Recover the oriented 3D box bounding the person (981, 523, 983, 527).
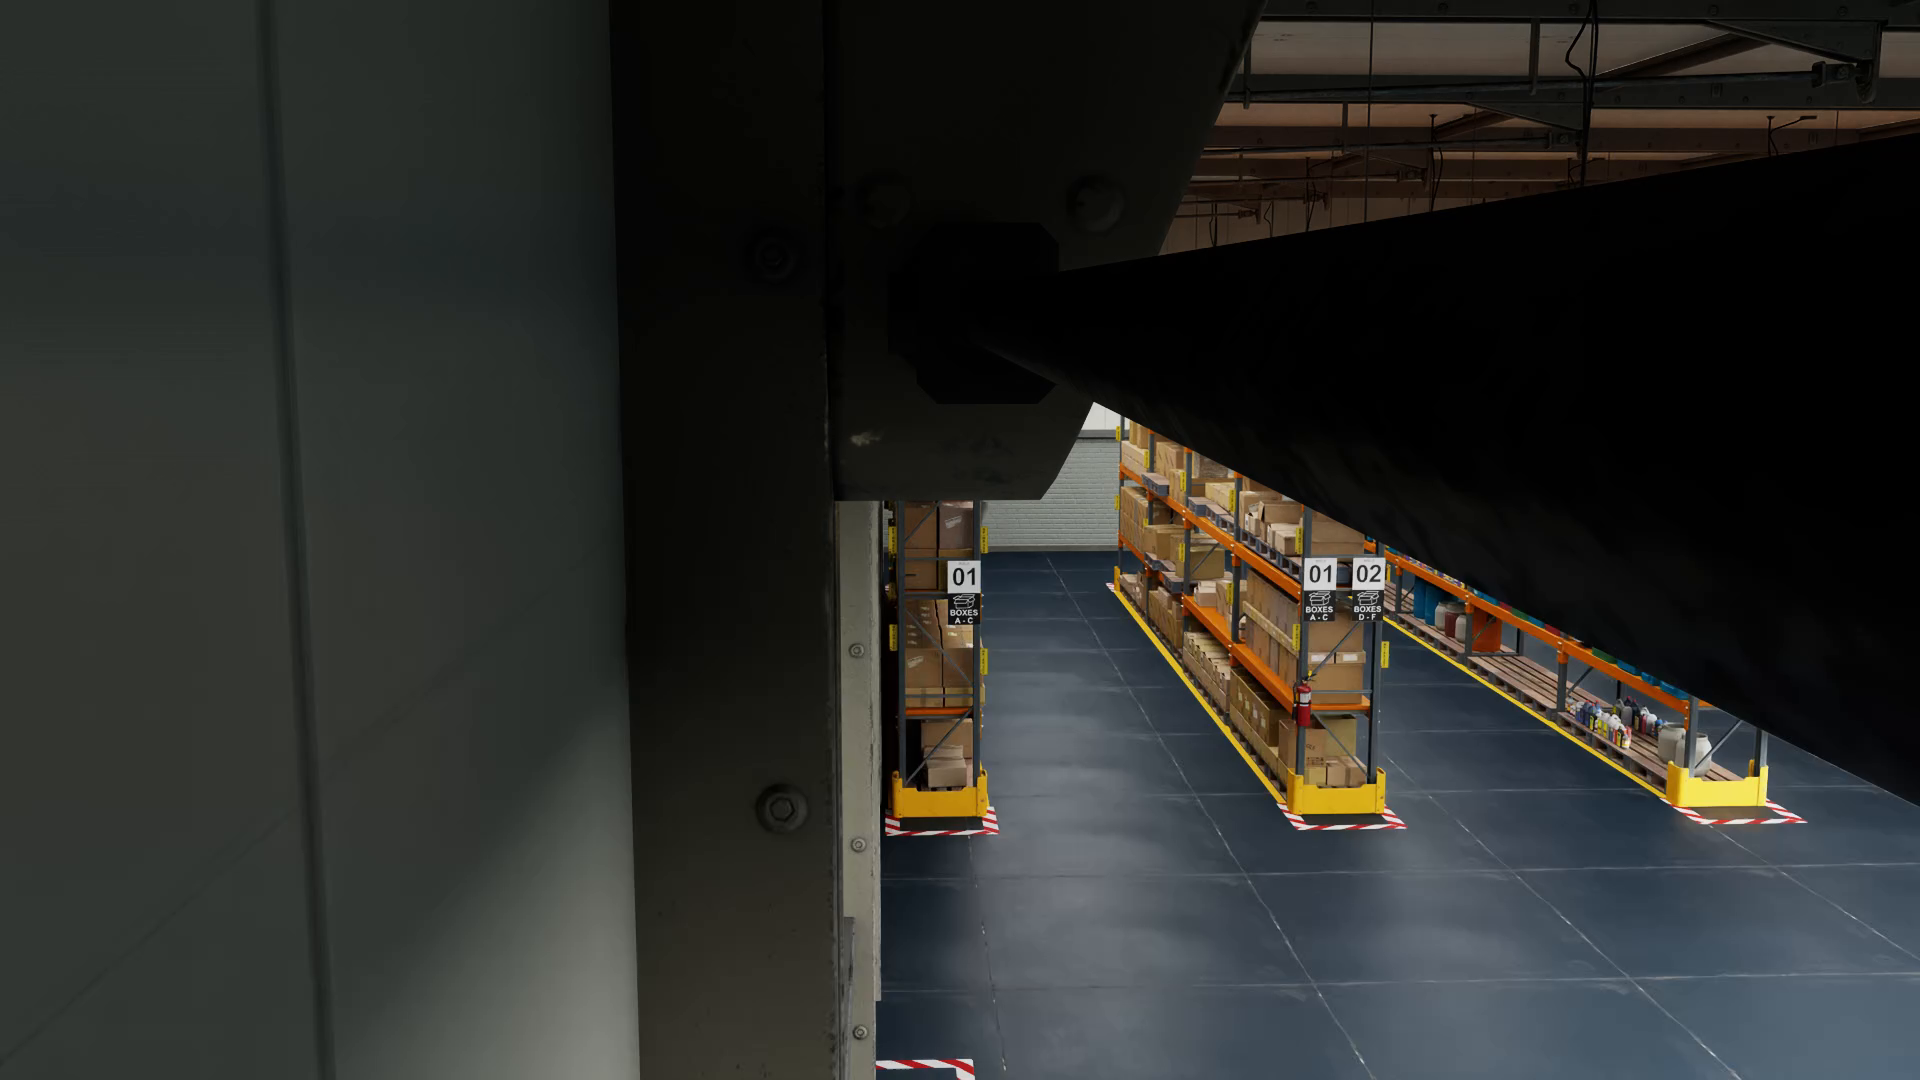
[{"bbox_3d":[0.292,0.125,37.165,0.576,1.768,0.686,-5,10,-32],"label":"person"}]
